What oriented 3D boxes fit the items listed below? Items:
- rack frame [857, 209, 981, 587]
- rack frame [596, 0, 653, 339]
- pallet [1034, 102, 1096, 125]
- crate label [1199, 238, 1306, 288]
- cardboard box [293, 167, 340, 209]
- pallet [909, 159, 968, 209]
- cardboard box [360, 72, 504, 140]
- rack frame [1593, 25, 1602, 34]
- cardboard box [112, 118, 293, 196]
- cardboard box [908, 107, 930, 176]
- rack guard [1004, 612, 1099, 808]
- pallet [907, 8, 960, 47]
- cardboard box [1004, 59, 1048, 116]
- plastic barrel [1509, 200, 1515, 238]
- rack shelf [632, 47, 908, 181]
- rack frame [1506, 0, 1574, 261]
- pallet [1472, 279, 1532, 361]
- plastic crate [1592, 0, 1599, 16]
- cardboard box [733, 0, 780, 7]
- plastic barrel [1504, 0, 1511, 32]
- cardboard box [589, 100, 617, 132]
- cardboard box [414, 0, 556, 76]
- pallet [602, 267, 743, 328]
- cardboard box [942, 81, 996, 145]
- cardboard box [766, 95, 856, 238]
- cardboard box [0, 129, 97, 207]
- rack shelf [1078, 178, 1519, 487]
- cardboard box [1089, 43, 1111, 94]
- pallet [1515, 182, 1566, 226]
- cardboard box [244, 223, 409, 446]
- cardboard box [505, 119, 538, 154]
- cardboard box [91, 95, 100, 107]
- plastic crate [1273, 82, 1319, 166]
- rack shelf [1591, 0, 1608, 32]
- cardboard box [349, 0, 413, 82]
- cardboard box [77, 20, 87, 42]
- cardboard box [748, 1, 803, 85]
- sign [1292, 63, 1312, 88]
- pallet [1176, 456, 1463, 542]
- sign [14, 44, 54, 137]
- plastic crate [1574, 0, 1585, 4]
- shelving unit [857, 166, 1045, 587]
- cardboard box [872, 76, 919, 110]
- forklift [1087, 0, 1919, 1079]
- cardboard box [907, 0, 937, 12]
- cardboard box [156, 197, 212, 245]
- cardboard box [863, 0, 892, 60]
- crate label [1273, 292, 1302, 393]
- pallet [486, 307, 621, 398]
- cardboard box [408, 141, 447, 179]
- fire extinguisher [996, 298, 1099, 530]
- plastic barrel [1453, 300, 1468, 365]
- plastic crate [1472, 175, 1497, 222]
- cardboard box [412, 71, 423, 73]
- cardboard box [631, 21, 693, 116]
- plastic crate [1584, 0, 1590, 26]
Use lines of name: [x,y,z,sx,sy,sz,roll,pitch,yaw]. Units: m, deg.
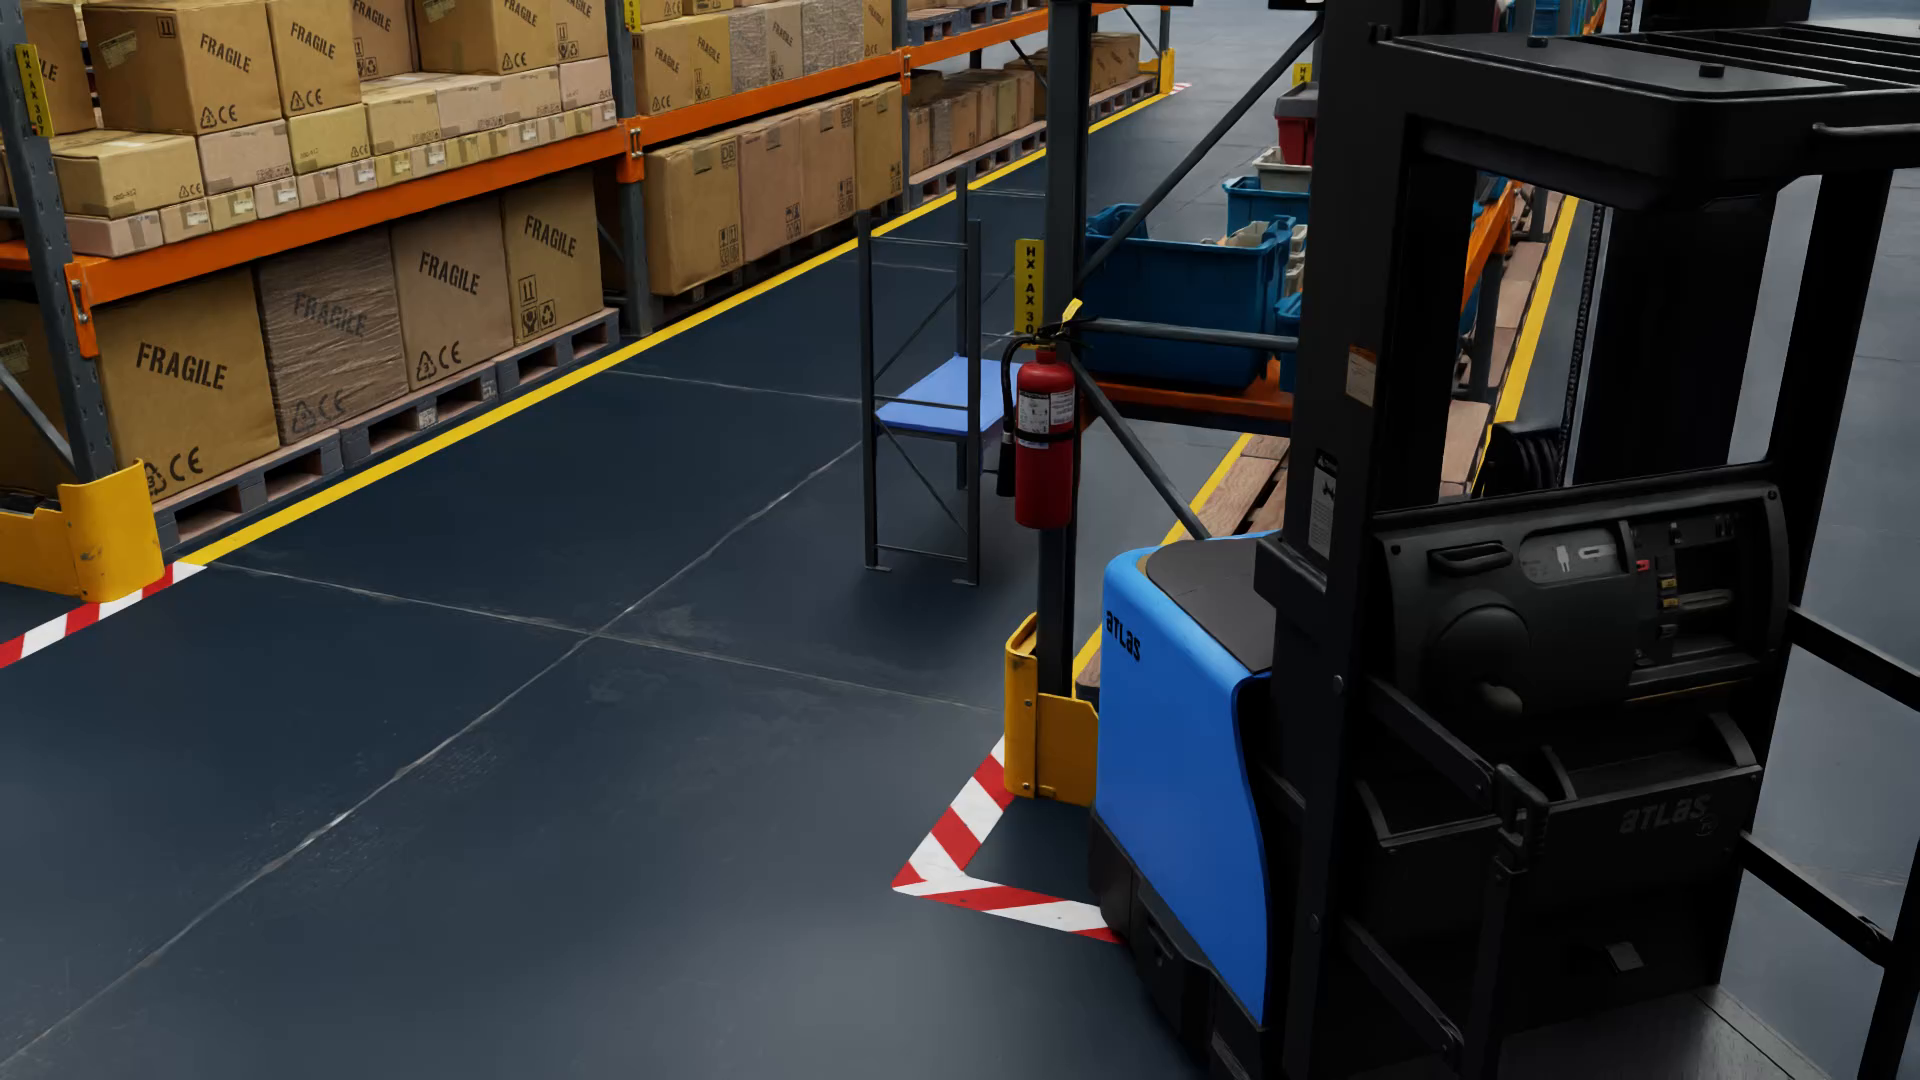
rack frame: [-0.157,-0.541,6.599,0.500,1.500,0.032,9,24,20]
rack frame: [-2.388,-2.708,9.842,1.000,3.000,0.127,9,24,20]
pallet: [0.800,-4.530,17.821,1.003,0.211,1.213,9,24,20]
crate label: [1.062,-0.996,6.008,0.396,0.136,0.243,9,24,20]
cardboard box: [-3.056,-1.609,7.536,0.380,0.149,0.250,8,24,19]
pallet: [-0.610,-3.132,14.475,1.003,0.211,1.213,9,24,20]
cardboard box: [-2.688,-2.213,8.464,0.500,0.250,0.500,9,24,21]
rack frame: [6.668,-6.293,18.425,1.000,3.000,0.127,9,24,20]
cardboard box: [-3.258,-1.665,7.153,0.500,0.250,0.500,8,24,19]
cardboard box: [-0.672,-3.432,14.247,0.700,0.500,0.500,7,24,17]
rack guard: [0.728,0.596,5.174,1.175,0.500,0.348,9,24,20]
pallet: [-0.736,-4.321,13.953,1.213,0.211,1.003,9,24,20]
cardboard box: [0.769,-4.749,17.426,0.500,0.500,0.500,8,24,18]
plastic barrel: [3.531,-2.445,11.484,0.600,0.830,0.708,9,24,20]
rack shelf: [-1.645,-3.092,11.694,1.077,0.370,4.000,9,24,20]
rack frame: [3.696,-3.431,11.571,1.000,3.000,0.127,9,24,20]
pallet: [2.988,-1.421,10.377,1.003,0.211,1.213,9,24,20]
plastic crate: [5.949,-5.210,16.105,0.450,0.188,0.662,9,24,20]
cardboard box: [-1.676,-3.916,11.301,0.797,0.503,0.637,10,25,22]
plastic barrel: [4.037,-4.032,12.865,0.421,0.512,0.421,0,23,0]
cardboard box: [-2.197,-2.436,9.517,0.380,0.149,0.250,9,24,20]
cardboard box: [-2.500,-2.741,8.756,0.500,0.500,0.500,9,24,21]
pallet: [-2.171,-1.708,11.066,1.003,0.211,1.213,9,24,20]
cardboard box: [-0.066,-4.036,15.692,0.700,0.500,0.500,7,24,15]
cardboard box: [-1.516,-2.791,12.252,1.225,0.875,0.875,9,24,20]
cardboard box: [-3.940,-1.556,6.893,0.500,0.250,0.500,8,24,19]
rack shelf: [1.468,-0.952,6.570,1.077,0.370,4.000,9,24,20]
cardboard box: [1.382,-5.382,18.940,0.500,0.500,0.500,11,25,25]
pallet: [4.475,-2.851,13.801,1.003,0.211,1.213,9,24,20]
cardboard box: [-3.372,-1.056,8.099,0.875,0.875,0.875,9,24,20]
cardboard box: [-2.483,-2.160,8.856,0.380,0.149,0.250,9,24,21]
cardboard box: [-6.710,-3.326,13.045,0.500,0.250,0.500,10,25,23]
plastic crate: [1.646,-1.773,7.441,0.402,0.464,0.583,9,24,20]
rack shelf: [5.925,-5.246,16.850,1.077,0.370,4.000,9,24,20]
cardboard box: [-3.182,-2.626,8.480,0.500,0.500,0.500,8,24,18]
cardboard box: [-6.382,-3.608,11.776,0.380,0.149,0.250,8,24,18]
cardboard box: [-1.426,-3.428,11.435,0.500,0.500,0.500,9,24,21]
sign: [1.701,-2.206,8.281,0.100,0.325,0.005,9,24,20]
pallet: [1.522,-0.006,6.990,1.003,0.211,1.213,9,24,20]
sign: [-3.361,-1.631,6.038,0.100,0.325,0.005,9,24,20]
plastic crate: [4.581,-3.995,12.838,0.402,0.464,0.583,9,24,20]
shelving unit: [0.032,-0.723,7.034,0.538,1.500,1.048,9,24,20]
cardboard box: [-0.681,-3.779,14.106,0.500,0.250,0.500,10,25,22]
forklift: [1.316,0.147,3.096,1.130,2.935,3.031,-7,24,-17]
cardboard box: [-0.624,-4.793,14.157,0.700,0.500,0.500,13,26,28]
cardboard box: [-3.341,-1.333,6.875,0.380,0.149,0.250,8,24,19]
cardboard box: [-0.855,-3.974,12.742,0.500,0.500,0.500,10,25,22]
crate label: [1.122,-0.559,4.837,0.416,0.233,0.303,9,24,20]
pallet: [-2.743,-1.161,9.755,1.003,0.211,1.213,9,24,20]
cardboard box: [-2.770,-1.885,8.198,0.380,0.149,0.250,9,24,21]
fire extinguisher: [0.247,-0.371,4.831,0.296,0.674,0.183,9,24,20]
plastic barrel: [2.429,-1.417,8.928,0.600,0.901,0.708,9,24,20]
plastic crate: [2.044,-1.461,7.135,0.437,0.125,0.590,9,24,20]
cardboard box: [-2.995,-2.468,9.076,0.500,0.250,0.500,9,24,20]
cardboard box: [-1.985,-2.883,10.131,0.500,0.500,0.500,9,24,20]
plastic crate: [5.287,-4.674,14.466,0.402,0.464,0.583,9,24,20]
